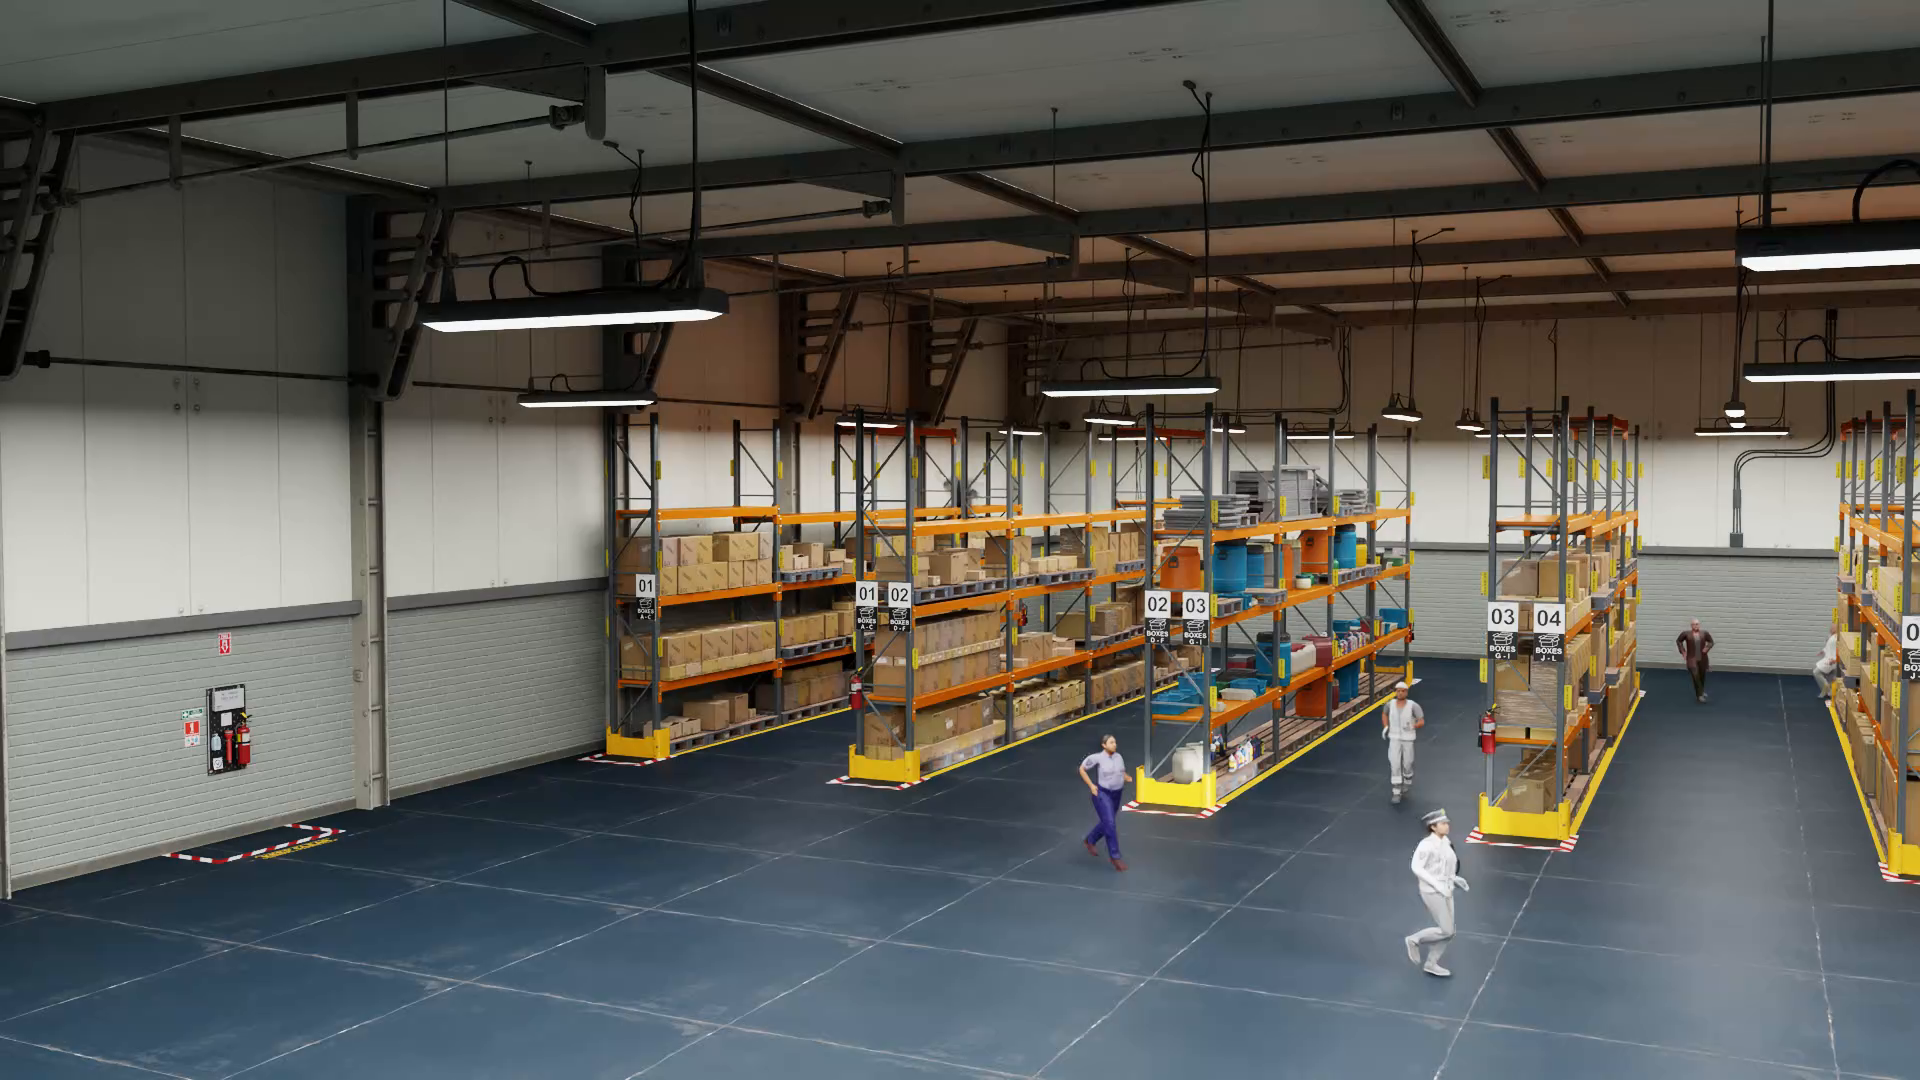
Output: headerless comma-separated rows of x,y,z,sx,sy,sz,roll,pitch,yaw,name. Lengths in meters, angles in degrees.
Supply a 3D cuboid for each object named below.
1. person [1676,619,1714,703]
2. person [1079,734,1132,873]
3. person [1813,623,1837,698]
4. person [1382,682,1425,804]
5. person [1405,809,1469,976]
15.941,2.636,36.044,0.746,1.679,0.990,1,2,16,person
1.862,3.287,21.059,0.600,1.676,0.909,-2,3,-40,person
19.079,2.631,36.413,0.694,1.681,0.801,2,3,35,person
6.683,3.031,25.123,0.645,1.781,0.951,1,3,21,person
4.724,3.475,16.489,0.542,1.649,0.595,2,3,43,person
